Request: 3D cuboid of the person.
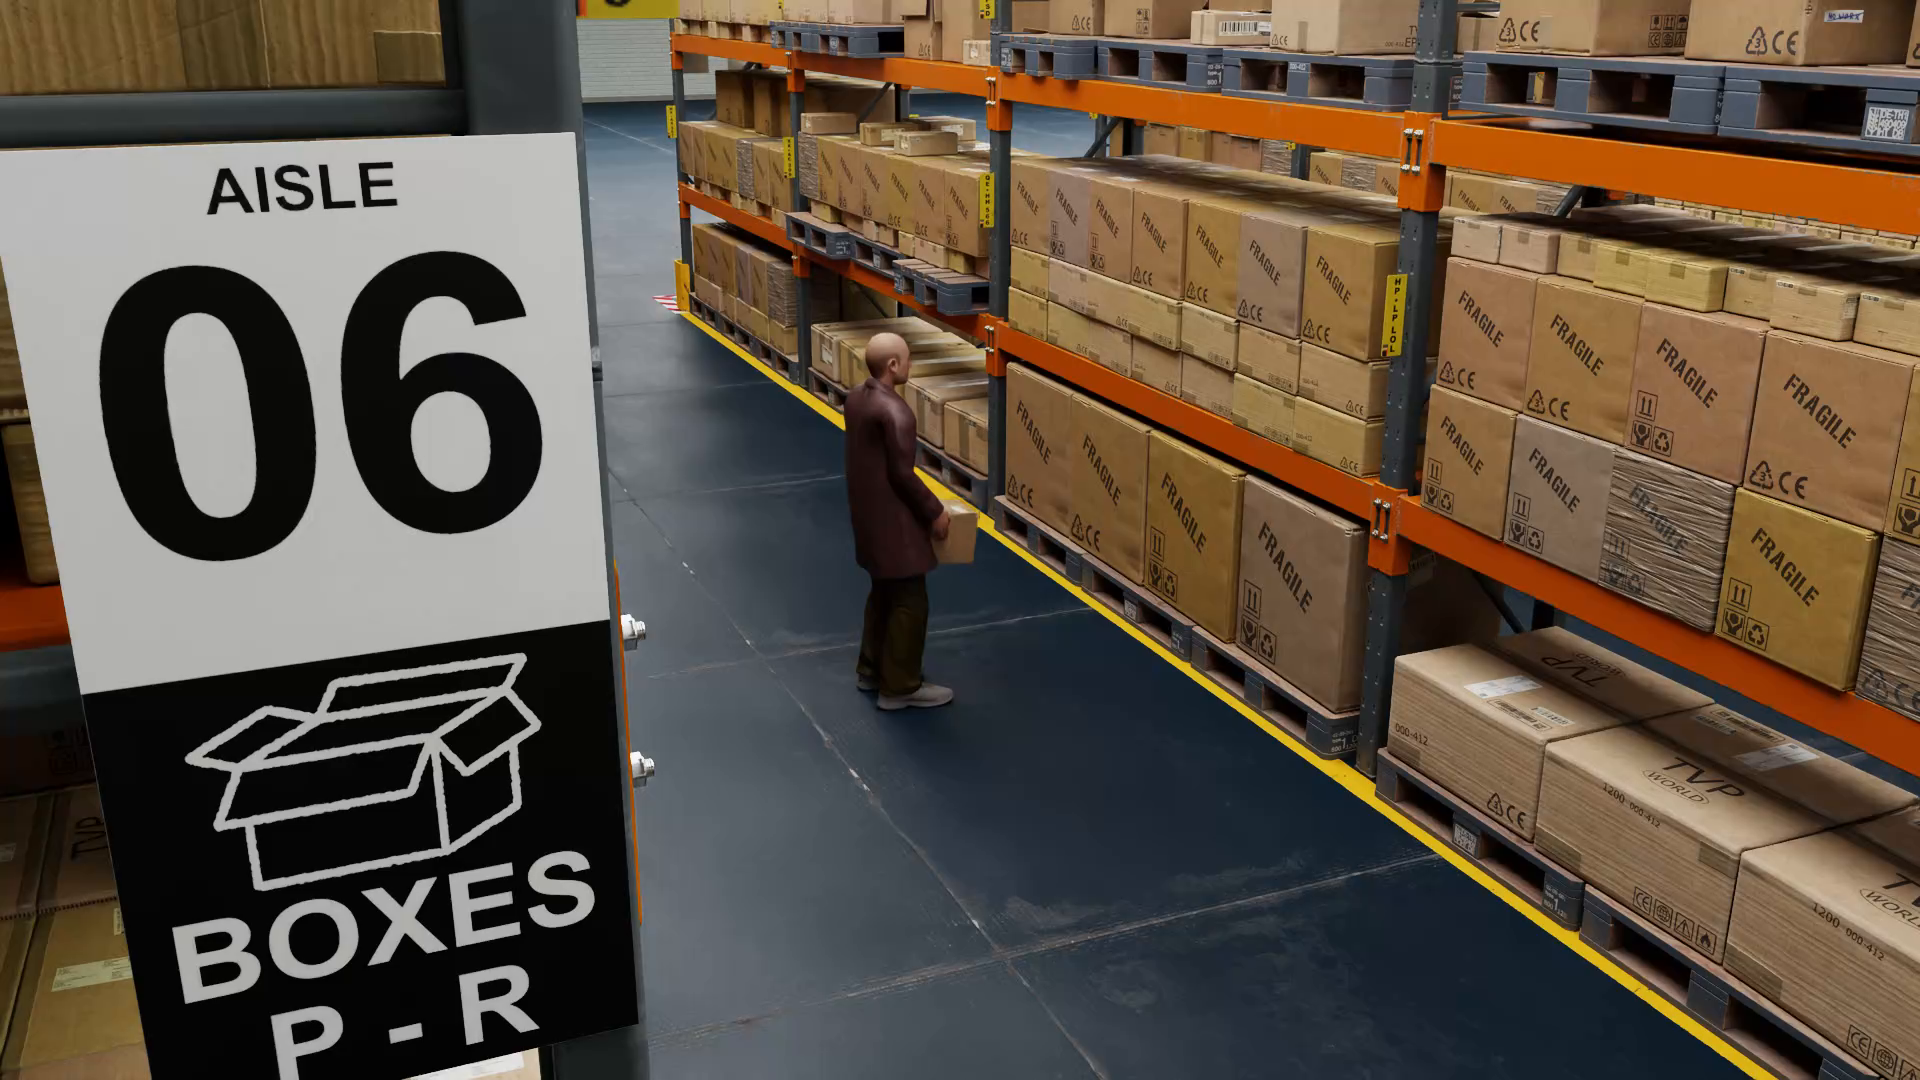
[{"bbox_3d":[-0.302,-0.074,7.886,0.443,1.723,0.579,-8,20,-23],"label":"person"}]
